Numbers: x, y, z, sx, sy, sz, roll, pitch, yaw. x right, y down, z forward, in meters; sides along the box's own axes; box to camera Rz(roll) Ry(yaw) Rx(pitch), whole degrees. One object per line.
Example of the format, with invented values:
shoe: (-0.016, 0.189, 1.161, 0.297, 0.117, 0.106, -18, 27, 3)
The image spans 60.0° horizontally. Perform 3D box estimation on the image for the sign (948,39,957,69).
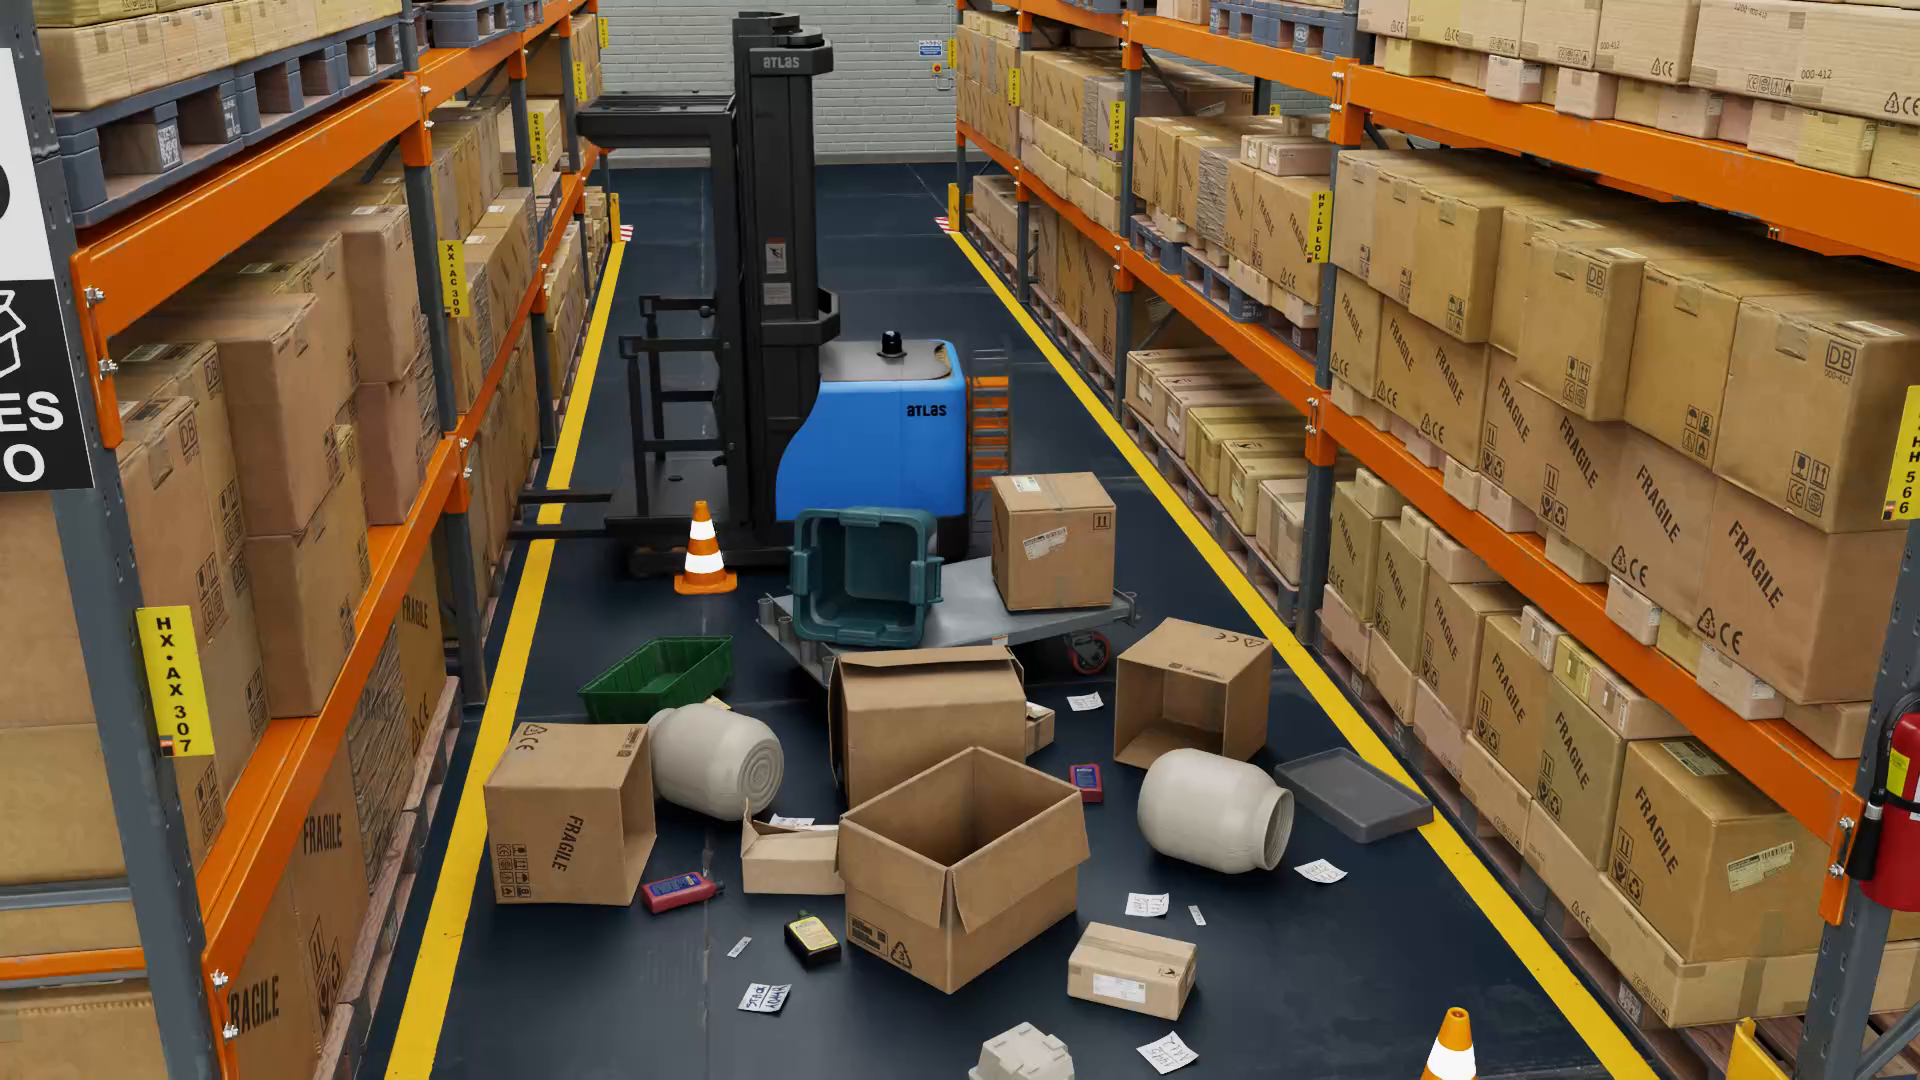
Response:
sign: (-0.087, -5.488, 18.773, 0.100, 0.325, 0.005, -3, 21, -8)

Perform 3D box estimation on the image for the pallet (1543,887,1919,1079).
pallet: (2.677, 1.465, 5.492, 1.003, 0.211, 1.213, -3, 21, -8)

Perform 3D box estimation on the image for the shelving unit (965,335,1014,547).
shelving unit: (0.163, -0.560, 9.502, 0.258, 1.200, 0.189, -2, 21, -5)

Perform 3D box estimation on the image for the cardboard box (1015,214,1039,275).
cardboard box: (1.056, -2.906, 16.271, 0.875, 0.438, 0.875, -3, 21, -9)

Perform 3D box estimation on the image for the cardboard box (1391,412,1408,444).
cardboard box: (2.077, -0.498, 7.123, 0.380, 0.149, 0.250, -3, 21, -8)

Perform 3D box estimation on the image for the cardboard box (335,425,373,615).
cardboard box: (-2.387, -0.015, 5.254, 0.875, 0.550, 0.500, -3, 21, -8)

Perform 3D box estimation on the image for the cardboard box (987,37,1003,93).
cardboard box: (0.551, -4.703, 16.449, 0.500, 0.500, 0.500, -3, 21, -7)

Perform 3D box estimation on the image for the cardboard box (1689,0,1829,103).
cardboard box: (2.371, -1.345, 4.531, 0.500, 0.250, 0.500, -3, 21, -8)

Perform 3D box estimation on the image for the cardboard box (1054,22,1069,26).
cardboard box: (1.135, -4.985, 16.277, 0.380, 0.149, 0.250, -4, 21, -9)

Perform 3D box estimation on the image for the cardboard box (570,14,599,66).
cardboard box: (-4.108, -5.296, 17.610, 0.500, 0.500, 0.500, -3, 21, -9)

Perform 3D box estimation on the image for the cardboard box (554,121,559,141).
cardboard box: (-3.552, -3.401, 13.870, 0.380, 0.149, 0.250, -3, 21, -7)

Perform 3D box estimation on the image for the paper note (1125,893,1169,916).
paper note: (0.690, 1.336, 6.112, 0.148, 0.019, 0.142, 4, 21, 11)

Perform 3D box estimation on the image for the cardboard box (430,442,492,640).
cardboard box: (-2.869, 0.015, 8.005, 1.050, 0.750, 0.750, -3, 21, -8)

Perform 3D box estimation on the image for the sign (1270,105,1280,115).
sign: (2.152, -2.838, 11.485, 0.100, 0.325, 0.005, -3, 21, -8)

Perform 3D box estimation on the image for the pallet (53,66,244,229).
pallet: (-2.231, -0.867, 3.590, 1.003, 0.211, 1.213, -3, 21, -8)

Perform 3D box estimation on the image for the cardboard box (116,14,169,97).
cardboard box: (-1.884, -1.001, 3.439, 0.380, 0.149, 0.250, -3, 21, -7)

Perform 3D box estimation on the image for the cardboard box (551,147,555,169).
cardboard box: (-3.483, -3.090, 13.462, 0.380, 0.149, 0.250, -4, 21, -11)

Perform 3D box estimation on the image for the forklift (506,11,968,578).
forklift: (-1.496, -1.354, 9.152, 3.031, 2.935, 1.130, -1, 21, -4)

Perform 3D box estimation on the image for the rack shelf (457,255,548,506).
rack shelf: (-2.979, -0.988, 9.101, 1.077, 0.370, 4.000, -3, 21, -8)

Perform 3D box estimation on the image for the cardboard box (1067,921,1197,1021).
cardboard box: (0.582, 1.452, 5.616, 0.380, 0.149, 0.250, 8, 22, 20)

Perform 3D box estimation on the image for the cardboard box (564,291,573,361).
cardboard box: (-3.271, -1.652, 12.824, 0.500, 0.500, 0.500, -3, 21, -9)

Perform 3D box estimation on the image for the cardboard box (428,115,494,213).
cardboard box: (-3.138, -2.201, 9.751, 0.700, 0.500, 0.500, -3, 21, -9)

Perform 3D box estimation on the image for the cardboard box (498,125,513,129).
cardboard box: (-3.333, -2.999, 12.368, 0.380, 0.149, 0.250, -2, 21, -6)

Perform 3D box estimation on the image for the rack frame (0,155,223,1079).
rack frame: (-2.114, 0.753, 3.413, 1.000, 3.000, 0.127, -3, 21, -8)

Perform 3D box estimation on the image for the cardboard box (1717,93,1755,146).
cardboard box: (2.398, -1.198, 4.708, 0.380, 0.149, 0.250, -3, 21, -7)

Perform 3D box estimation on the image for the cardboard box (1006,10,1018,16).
cardboard box: (0.713, -5.776, 18.396, 0.380, 0.149, 0.250, -3, 21, -7)

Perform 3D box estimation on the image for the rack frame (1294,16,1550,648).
rack frame: (2.193, -0.917, 7.883, 1.000, 3.000, 0.127, -3, 21, -8)

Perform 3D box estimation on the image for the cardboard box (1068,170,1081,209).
cardboard box: (1.141, -2.745, 12.992, 0.500, 0.250, 0.500, -3, 21, -8)

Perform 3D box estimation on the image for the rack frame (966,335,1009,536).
rack frame: (0.154, -0.592, 9.587, 0.240, 1.200, 0.006, -2, 21, -5)

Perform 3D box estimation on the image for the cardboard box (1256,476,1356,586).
cardboard box: (2.115, -0.064, 8.756, 0.950, 0.372, 0.625, -3, 21, -7)

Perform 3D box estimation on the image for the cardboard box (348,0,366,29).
cardboard box: (-2.210, -1.788, 5.545, 0.380, 0.149, 0.250, -3, 21, -8)

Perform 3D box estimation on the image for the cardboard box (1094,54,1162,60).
cardboard box: (1.435, -3.881, 14.248, 0.500, 0.500, 0.500, -3, 21, -7)

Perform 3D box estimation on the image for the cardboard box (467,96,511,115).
cardboard box: (-4.193, -3.741, 14.878, 0.500, 0.500, 0.500, -3, 21, -8)

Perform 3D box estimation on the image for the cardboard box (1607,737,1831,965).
cardboard box: (2.396, 0.944, 5.159, 0.500, 0.500, 0.500, -3, 21, -7)

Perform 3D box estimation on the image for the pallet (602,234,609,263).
pallet: (-4.327, -3.171, 17.905, 1.003, 0.211, 1.213, -3, 21, -8)

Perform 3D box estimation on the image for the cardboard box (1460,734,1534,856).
cardboard box: (2.239, 0.933, 6.262, 0.500, 0.250, 0.500, -4, 21, -10)

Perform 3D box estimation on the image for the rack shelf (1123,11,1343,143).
rack shelf: (1.905, -2.677, 9.339, 1.077, 0.370, 4.000, -3, 21, -8)

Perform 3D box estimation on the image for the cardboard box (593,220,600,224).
cardboard box: (-3.879, -3.171, 16.968, 0.380, 0.149, 0.250, -2, 21, -5)

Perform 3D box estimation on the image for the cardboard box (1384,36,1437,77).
cardboard box: (1.975, -1.990, 6.830, 0.380, 0.149, 0.250, -3, 21, -8)

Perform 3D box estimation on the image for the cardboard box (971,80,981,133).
cardboard box: (0.404, -4.587, 17.567, 0.500, 0.500, 0.500, -3, 21, -8)

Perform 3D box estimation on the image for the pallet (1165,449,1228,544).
pallet: (1.900, -0.303, 10.226, 1.003, 0.211, 1.213, -3, 21, -8)

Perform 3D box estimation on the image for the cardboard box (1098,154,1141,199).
cardboard box: (1.295, -2.620, 11.945, 0.500, 0.250, 0.500, -3, 21, -8)

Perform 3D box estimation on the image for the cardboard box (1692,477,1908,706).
cardboard box: (2.419, 0.108, 4.572, 0.500, 0.500, 0.500, -3, 21, -9)

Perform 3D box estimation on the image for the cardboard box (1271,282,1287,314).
cardboard box: (1.825, -1.252, 8.541, 0.380, 0.149, 0.250, -4, 21, -9)

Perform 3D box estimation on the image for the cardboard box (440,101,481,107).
cardboard box: (-4.242, -3.600, 13.976, 0.380, 0.149, 0.250, -2, 21, -5)

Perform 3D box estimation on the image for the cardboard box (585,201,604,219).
cardboard box: (-3.883, -3.400, 17.156, 0.380, 0.149, 0.250, -2, 21, -6)

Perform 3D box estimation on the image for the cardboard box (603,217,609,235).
cardboard box: (-4.001, -3.392, 17.986, 0.380, 0.149, 0.250, -2, 21, -6)

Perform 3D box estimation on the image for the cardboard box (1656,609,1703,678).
cardboard box: (2.342, 0.295, 4.998, 0.380, 0.149, 0.250, -3, 21, -9)

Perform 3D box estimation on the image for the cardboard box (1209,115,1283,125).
cardboard box: (1.957, -2.541, 11.065, 0.500, 0.500, 0.500, -4, 21, -9)

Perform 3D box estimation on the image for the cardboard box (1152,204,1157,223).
cardboard box: (1.487, -2.159, 10.969, 0.380, 0.149, 0.250, -4, 21, -11)

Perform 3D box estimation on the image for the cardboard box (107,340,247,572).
cardboard box: (-2.300, -0.139, 4.045, 0.875, 0.550, 0.550, -3, 21, -8)

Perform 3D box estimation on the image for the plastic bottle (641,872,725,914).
plastic bottle: (-1.023, 1.296, 6.159, 0.283, 0.061, 0.133, -11, 23, -26)

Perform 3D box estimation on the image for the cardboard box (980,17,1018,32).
cardboard box: (0.413, -5.304, 17.131, 0.380, 0.149, 0.250, -3, 21, -7)

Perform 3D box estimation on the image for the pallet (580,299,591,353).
pallet: (-3.730, -1.826, 14.304, 1.003, 0.211, 1.213, -3, 21, -8)
